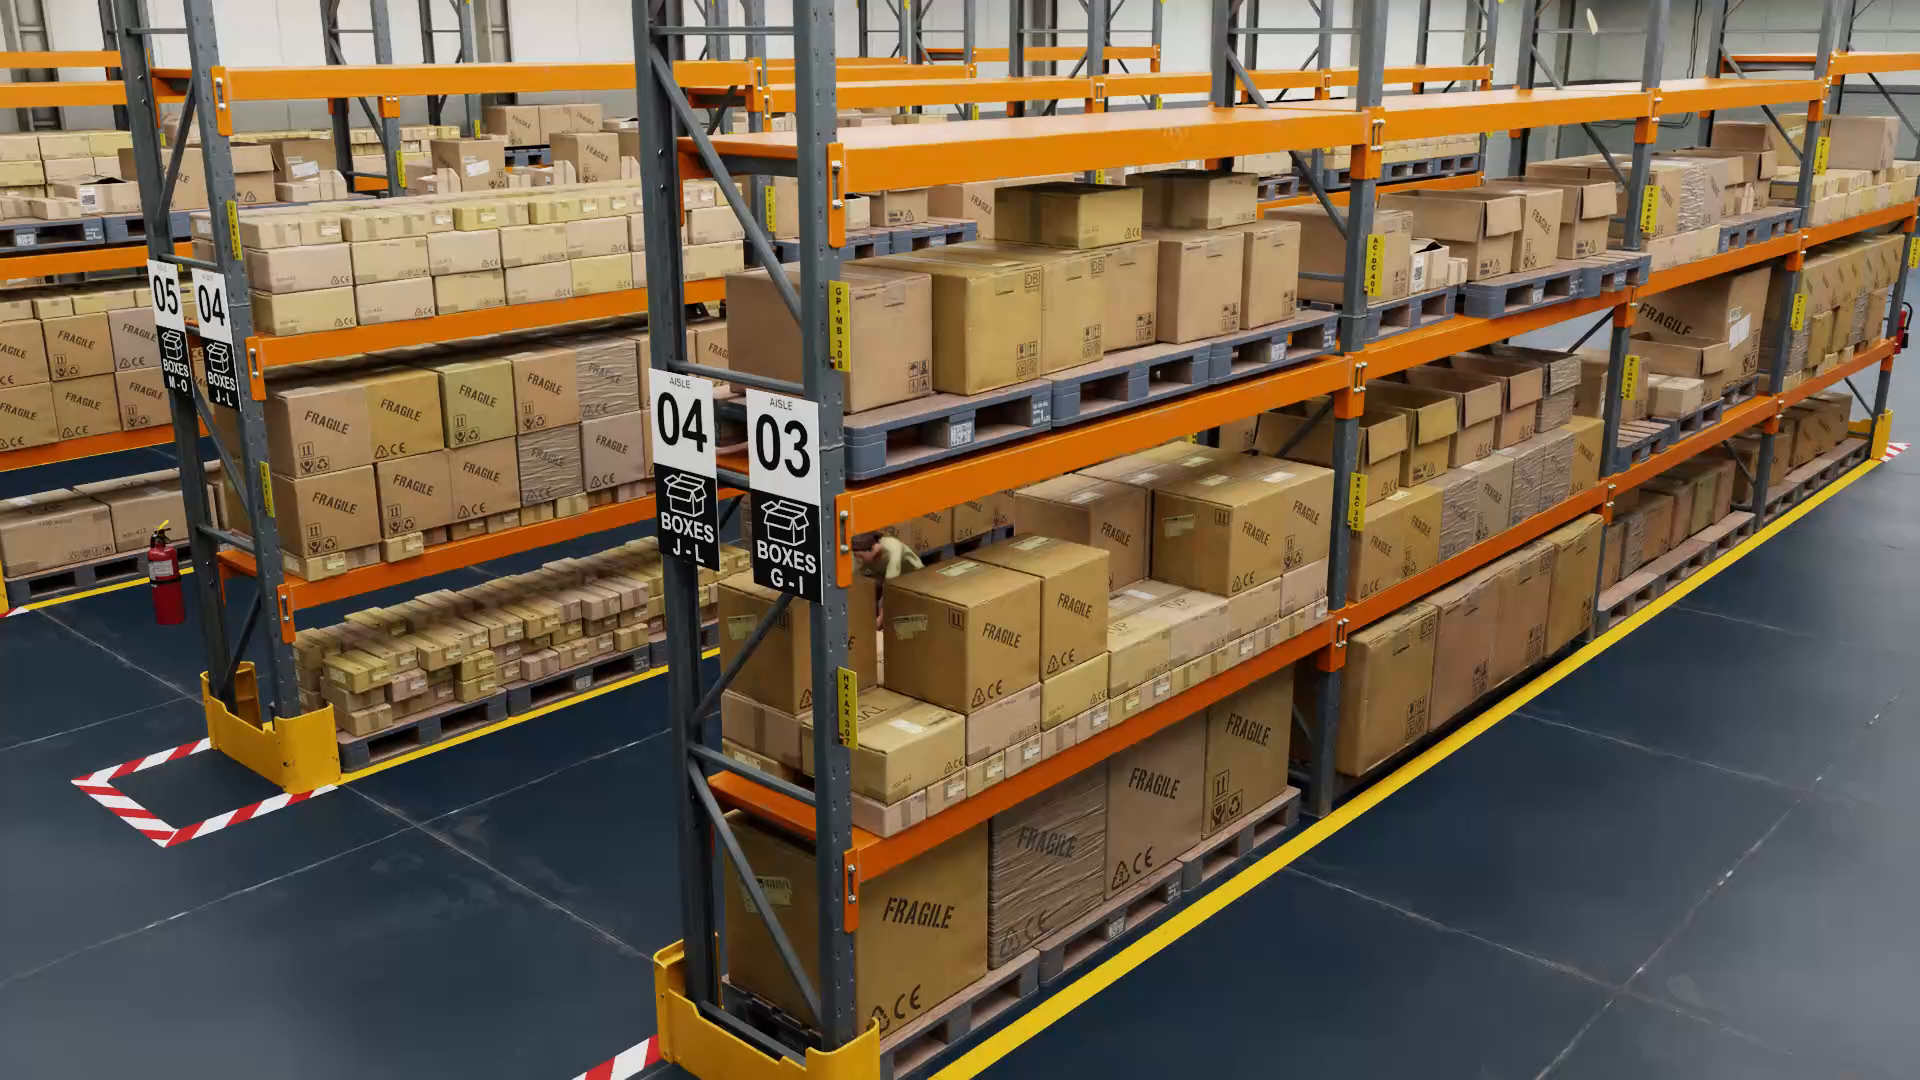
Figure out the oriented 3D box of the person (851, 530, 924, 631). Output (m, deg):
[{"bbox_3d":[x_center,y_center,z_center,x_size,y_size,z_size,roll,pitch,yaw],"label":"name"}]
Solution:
[{"bbox_3d":[-0.559,0.351,12.511,0.497,1.028,0.763,15,22,39],"label":"person"}]
